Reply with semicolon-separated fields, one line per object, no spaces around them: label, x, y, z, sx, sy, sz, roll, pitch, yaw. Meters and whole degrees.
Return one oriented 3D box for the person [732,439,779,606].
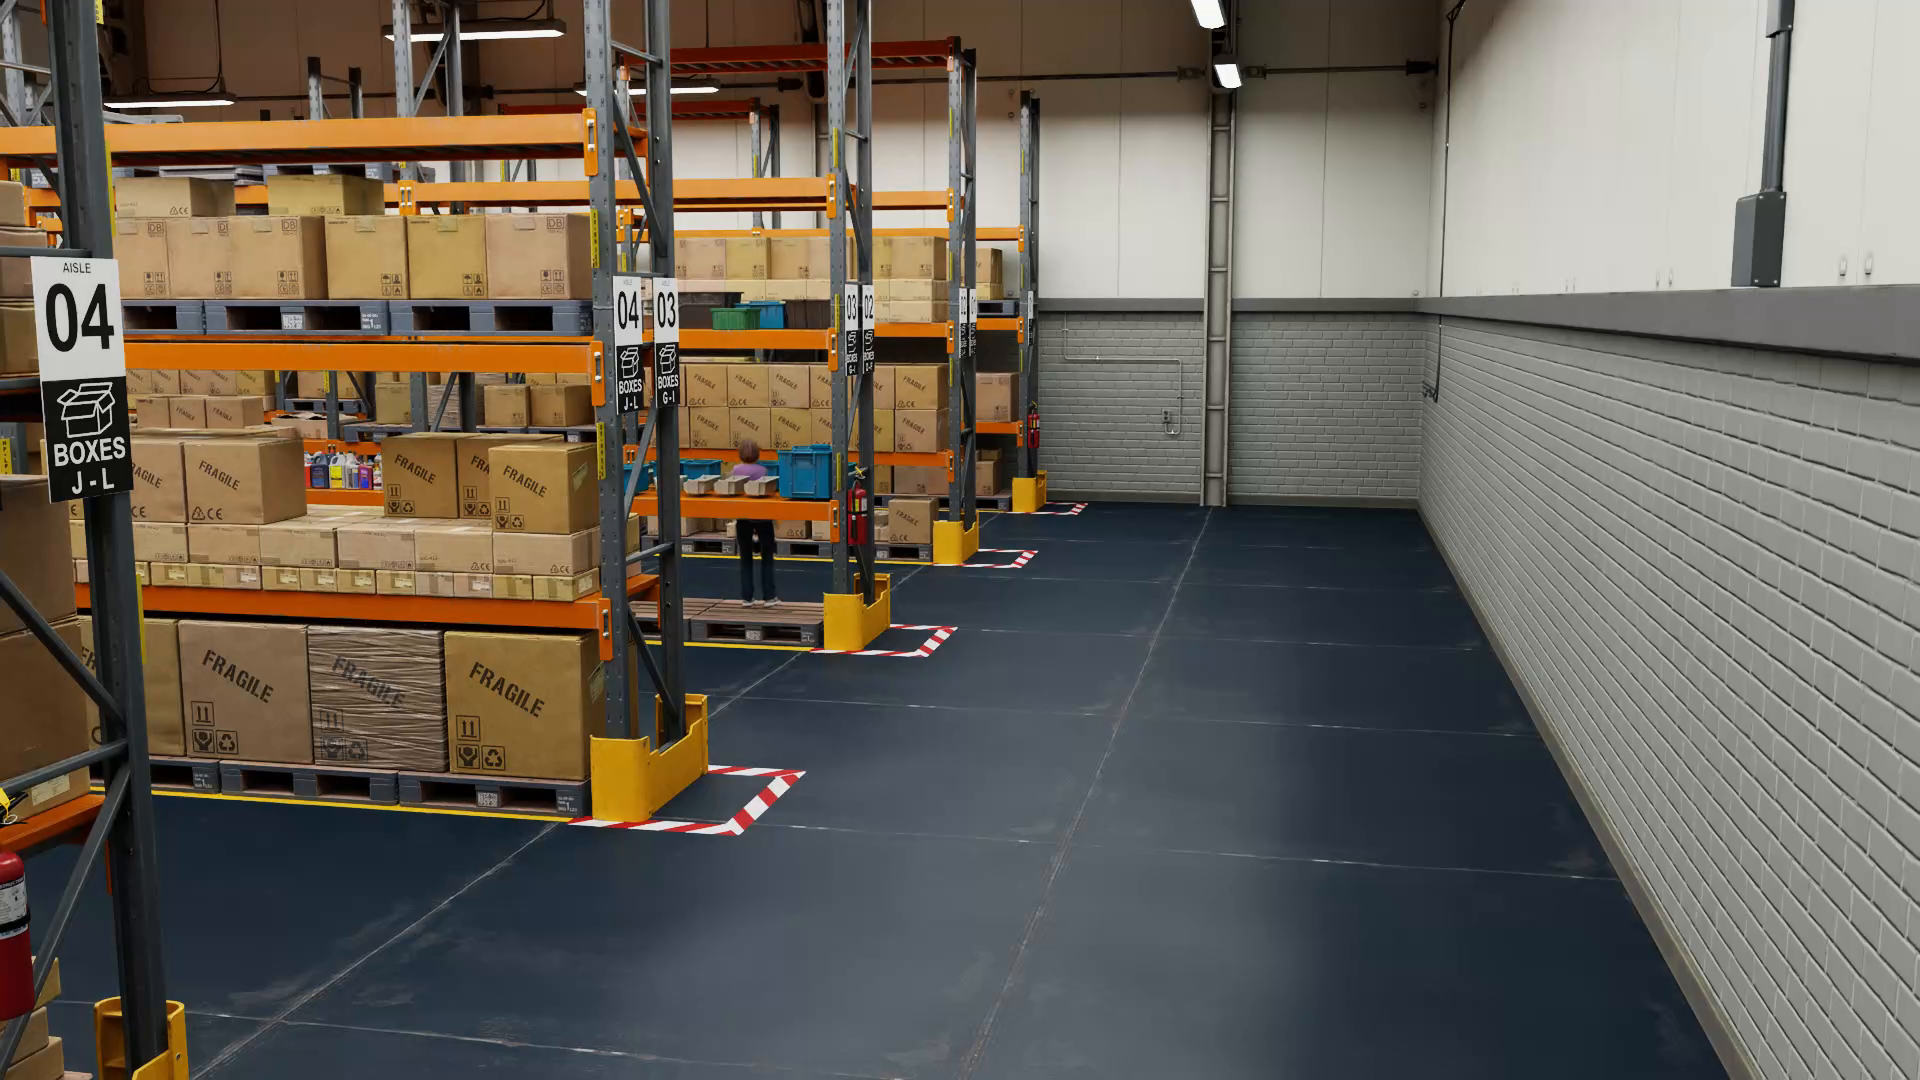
person;-1.917;-0.171;15.581;0.397;1.582;0.552;1;8;5
